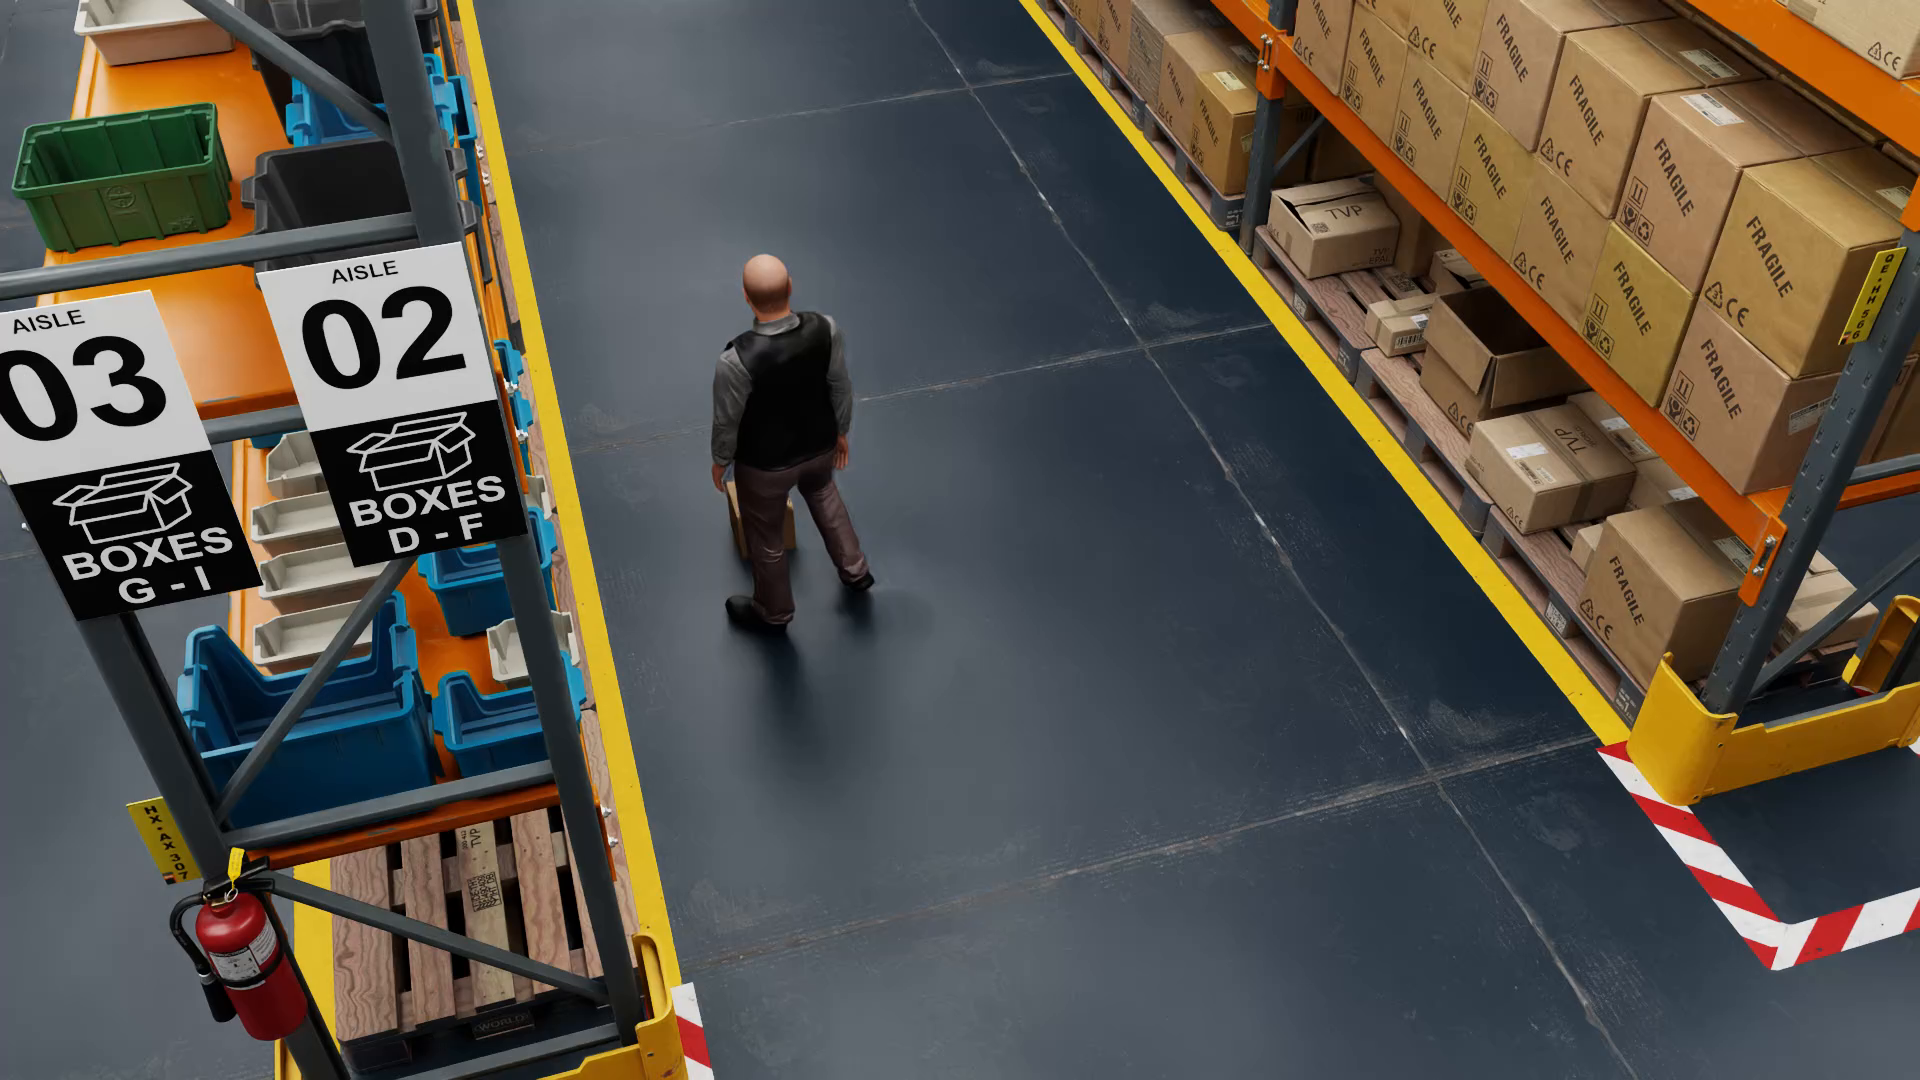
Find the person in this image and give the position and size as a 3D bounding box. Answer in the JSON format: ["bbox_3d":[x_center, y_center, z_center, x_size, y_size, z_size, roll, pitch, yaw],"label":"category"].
[{"bbox_3d":[-0.668,-0.350,6.541,0.600,1.709,0.444,-29,50,-29],"label":"person"}]
